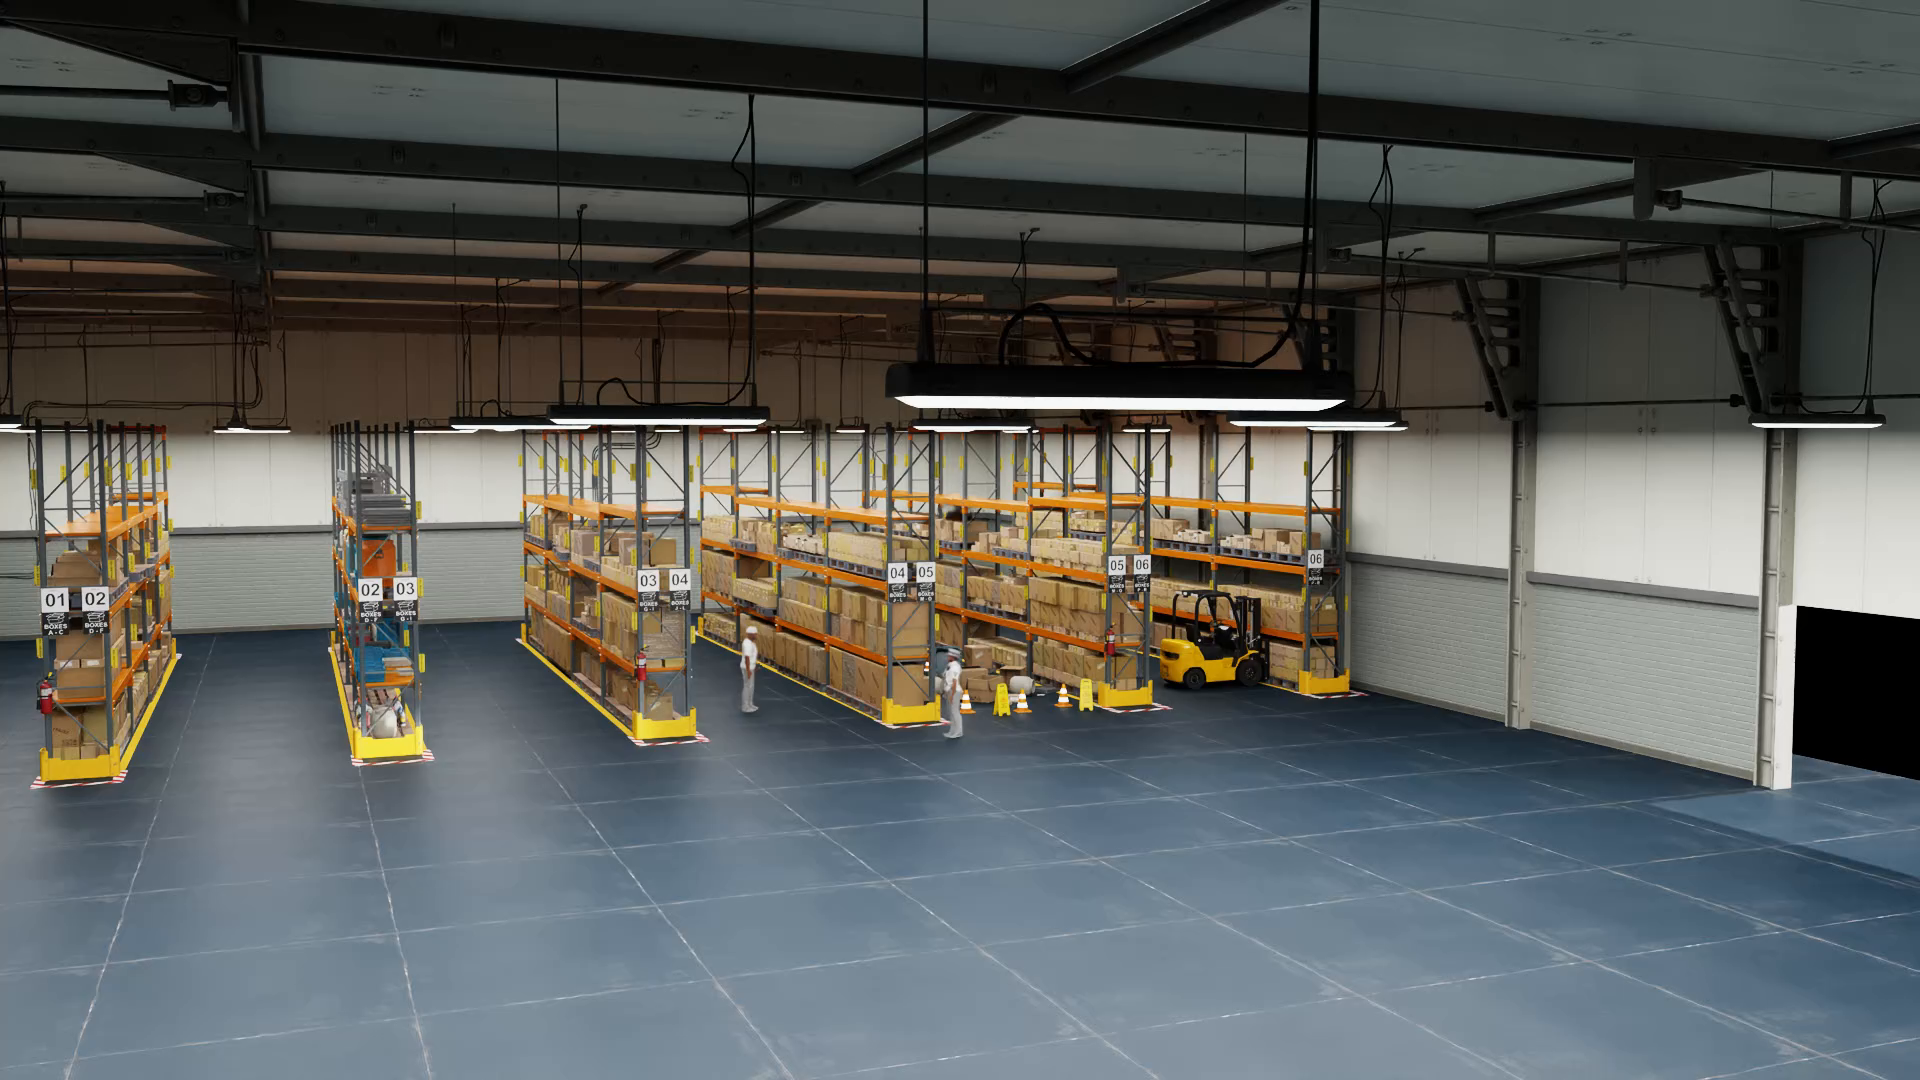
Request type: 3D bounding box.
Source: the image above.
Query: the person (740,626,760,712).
[{"bbox_3d":[-4.364,2.675,34.581,0.418,1.779,0.600,0,4,-4],"label":"person"}]

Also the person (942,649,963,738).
[{"bbox_3d":[-0.140,2.910,31.595,0.371,1.703,0.502,-1,4,-14],"label":"person"}]
